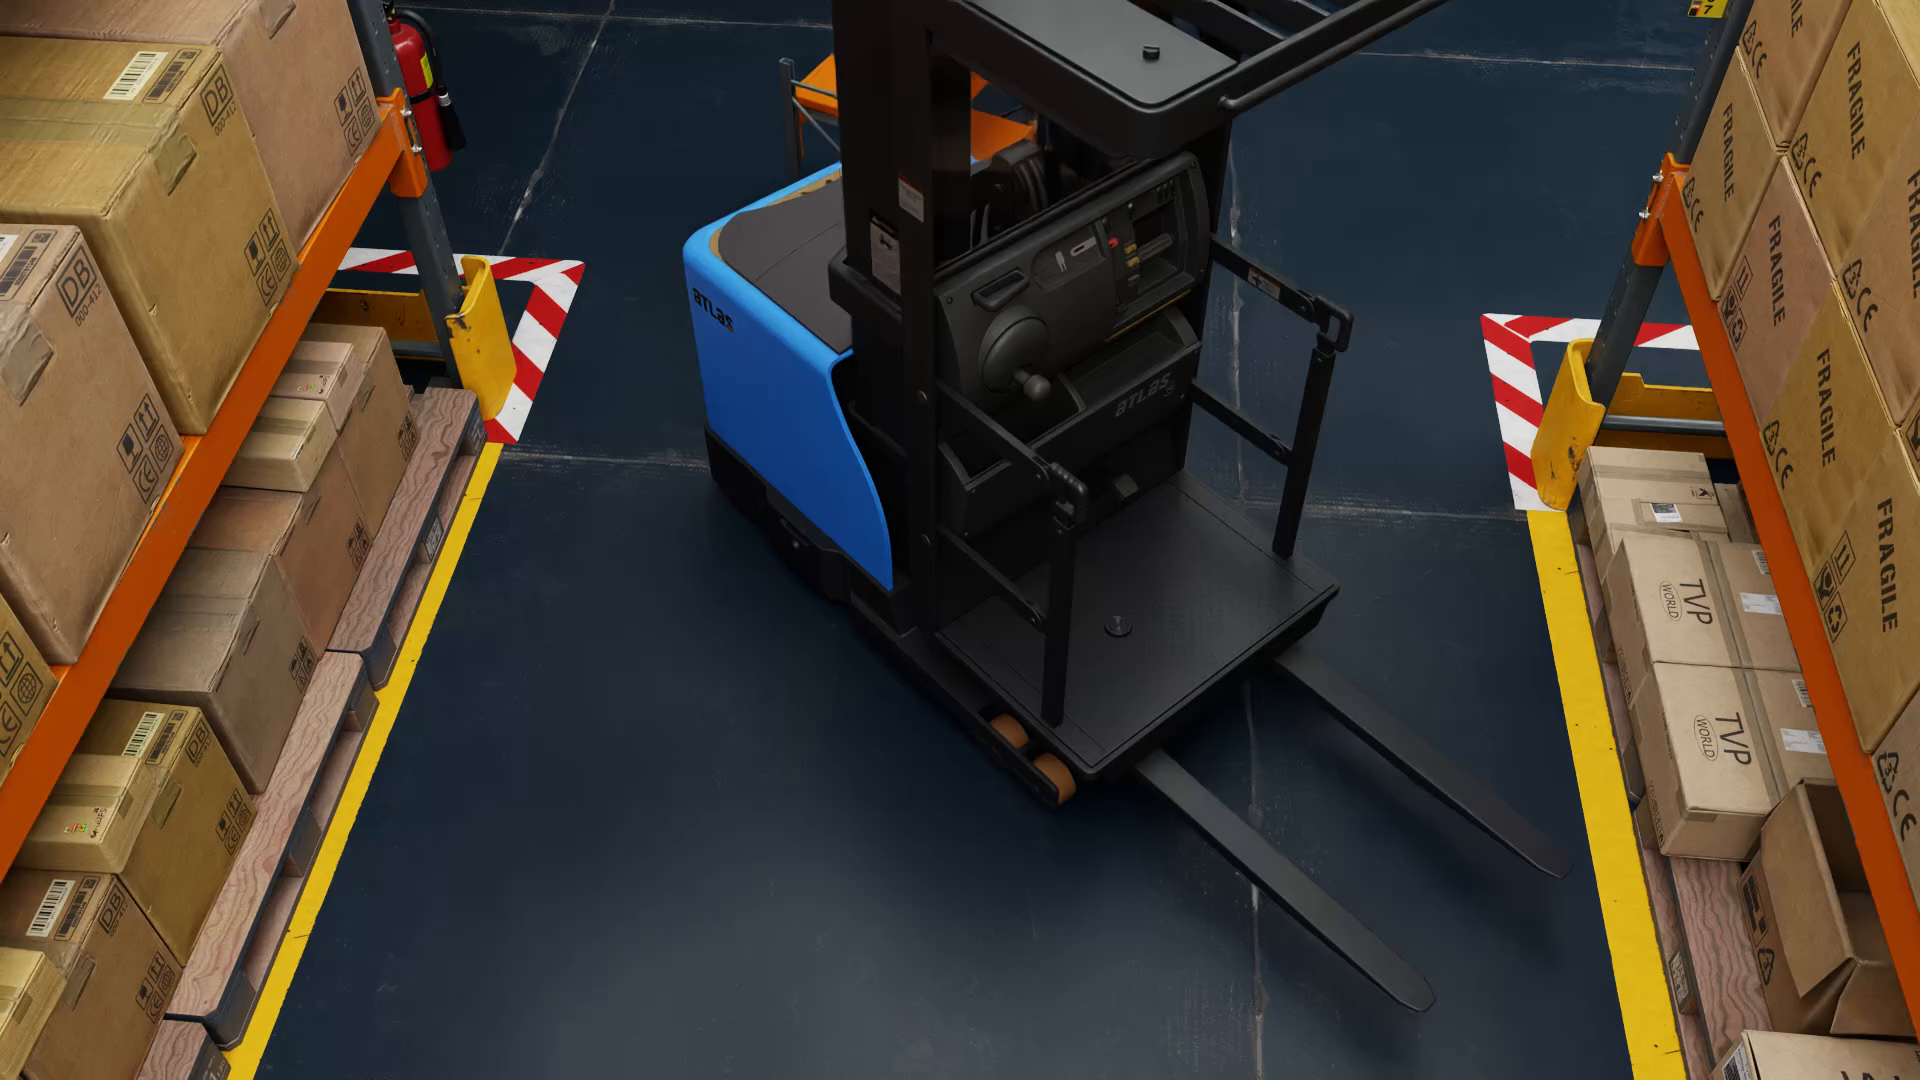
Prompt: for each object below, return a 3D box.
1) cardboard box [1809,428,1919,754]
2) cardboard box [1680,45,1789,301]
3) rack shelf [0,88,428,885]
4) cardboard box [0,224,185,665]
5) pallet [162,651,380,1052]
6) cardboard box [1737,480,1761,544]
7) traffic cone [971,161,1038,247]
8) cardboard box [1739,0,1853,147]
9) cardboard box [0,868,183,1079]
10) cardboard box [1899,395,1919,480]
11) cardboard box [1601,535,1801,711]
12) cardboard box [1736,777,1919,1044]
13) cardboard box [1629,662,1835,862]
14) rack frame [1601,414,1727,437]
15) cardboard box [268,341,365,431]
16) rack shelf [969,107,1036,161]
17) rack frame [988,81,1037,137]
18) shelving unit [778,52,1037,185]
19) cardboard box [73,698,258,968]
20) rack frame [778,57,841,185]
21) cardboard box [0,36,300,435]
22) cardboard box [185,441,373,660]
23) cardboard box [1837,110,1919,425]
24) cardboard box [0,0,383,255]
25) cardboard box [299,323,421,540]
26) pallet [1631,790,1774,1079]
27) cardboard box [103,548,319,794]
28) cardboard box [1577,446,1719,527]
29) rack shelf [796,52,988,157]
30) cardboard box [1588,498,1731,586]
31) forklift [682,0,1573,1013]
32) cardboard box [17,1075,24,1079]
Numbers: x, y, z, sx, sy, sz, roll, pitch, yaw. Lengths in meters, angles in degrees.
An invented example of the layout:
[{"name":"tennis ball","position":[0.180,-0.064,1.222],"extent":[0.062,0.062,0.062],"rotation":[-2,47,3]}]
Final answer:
[{"name":"cardboard box","position":[2.210,0.128,3.533],"extent":[0.500,0.500,0.500],"rotation":[4,48,4]},{"name":"cardboard box","position":[2.347,-0.988,4.553],"extent":[0.500,0.500,0.500],"rotation":[5,48,4]},{"name":"rack shelf","position":[-2.465,0.120,4.095],"extent":[1.077,0.370,4.000],"rotation":[4,48,4]},{"name":"cardboard box","position":[-2.453,-0.223,3.718],"extent":[0.980,0.700,0.700],"rotation":[2,48,2]},{"name":"pallet","position":[-2.392,0.835,4.843],"extent":[1.003,0.211,1.213],"rotation":[4,48,4]},{"name":"cardboard box","position":[2.846,-0.151,5.251],"extent":[0.500,0.500,0.500],"rotation":[4,48,4]},{"name":"traffic cone","position":[0.131,-0.597,4.828],"extent":[0.259,1.202,0.252],"rotation":[4,48,4]},{"name":"cardboard box","position":[2.347,-1.325,4.184],"extent":[0.500,0.500,0.500],"rotation":[5,48,5]},{"name":"cardboard box","position":[-2.428,1.137,4.087],"extent":[0.700,0.500,0.500],"rotation":[3,48,3]},{"name":"cardboard box","position":[2.211,-0.200,3.155],"extent":[0.500,0.500,0.500],"rotation":[3,48,3]},{"name":"cardboard box","position":[2.273,0.265,5.040],"extent":[0.500,0.250,0.500],"rotation":[4,48,4]},{"name":"cardboard box","position":[2.452,0.990,4.205],"extent":[0.797,0.503,0.637],"rotation":[4,48,4]},{"name":"cardboard box","position":[2.227,0.633,4.704],"extent":[0.500,0.250,0.500],"rotation":[4,48,4]},{"name":"rack frame","position":[2.647,-1.262,4.872],"extent":[0.949,2.616,0.053],"rotation":[4,48,4]},{"name":"cardboard box","position":[-2.078,-0.482,5.128],"extent":[0.380,0.149,0.250],"rotation":[3,48,3]},{"name":"rack shelf","position":[-0.159,-1.359,6.562],"extent":[0.538,0.278,1.000],"rotation":[22,51,19]},{"name":"rack frame","position":[0.082,-1.854,6.684],"extent":[0.500,1.125,0.032],"rotation":[22,51,19]},{"name":"shelving unit","position":[-0.159,-1.524,6.381],"extent":[0.538,1.125,1.048],"rotation":[22,51,19]},{"name":"cardboard box","position":[-2.379,0.760,4.431],"extent":[0.700,0.500,0.500],"rotation":[5,48,4]},{"name":"rack frame","position":[-0.400,-1.193,6.079],"extent":[0.500,1.125,0.032],"rotation":[22,51,19]},{"name":"cardboard box","position":[-2.375,-0.783,4.230],"extent":[0.980,0.700,0.700],"rotation":[4,48,3]},{"name":"cardboard box","position":[-2.293,-0.002,5.128],"extent":[0.700,0.500,0.500],"rotation":[4,48,3]},{"name":"cardboard box","position":[2.257,-0.573,3.496],"extent":[0.500,0.500,0.500],"rotation":[4,48,4]},{"name":"cardboard box","position":[-2.320,-1.318,4.720],"extent":[0.980,0.700,0.700],"rotation":[6,48,5]},{"name":"cardboard box","position":[-2.247,-0.370,5.465],"extent":[0.700,0.500,0.500],"rotation":[4,48,4]},{"name":"pallet","position":[2.458,1.215,4.496],"extent":[1.003,0.211,1.213],"rotation":[4,48,4]},{"name":"cardboard box","position":[-2.338,0.368,4.790],"extent":[0.700,0.500,0.500],"rotation":[2,48,2]},{"name":"cardboard box","position":[2.270,-0.164,5.501],"extent":[0.380,0.149,0.250],"rotation":[4,48,4]},{"name":"rack shelf","position":[-0.159,-1.721,6.165],"extent":[0.538,0.278,1.000],"rotation":[22,51,19]},{"name":"cardboard box","position":[2.247,0.014,5.326],"extent":[0.380,0.166,0.250],"rotation":[4,48,4]},{"name":"forklift","position":[0.463,-0.613,4.324],"extent":[1.130,2.935,3.031],"rotation":[-33,55,-26]},{"name":"cardboard box","position":[-2.477,1.506,3.749],"extent":[0.700,0.500,0.500],"rotation":[4,48,4]}]
